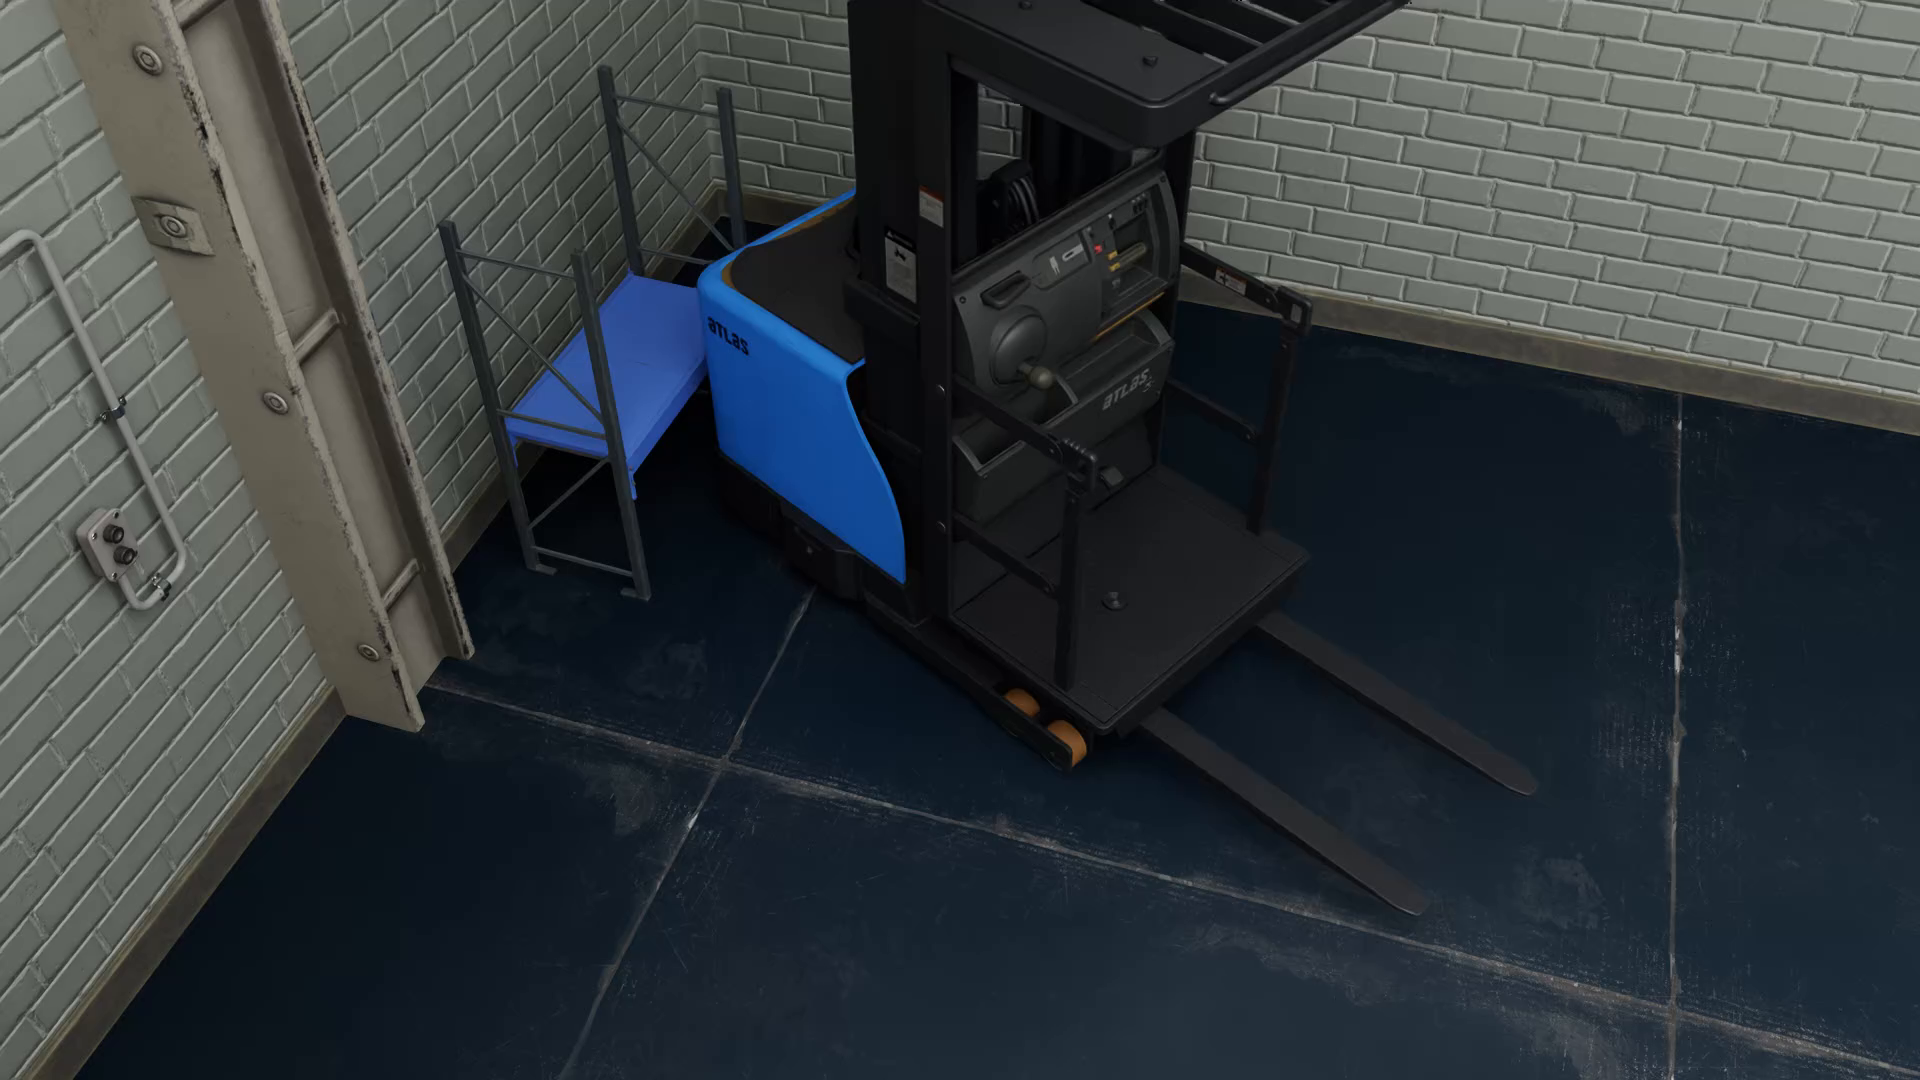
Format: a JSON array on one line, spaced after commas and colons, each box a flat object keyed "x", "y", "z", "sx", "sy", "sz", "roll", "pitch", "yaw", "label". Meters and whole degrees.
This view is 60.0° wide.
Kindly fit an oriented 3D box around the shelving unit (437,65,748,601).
[{"x": -1.192, "y": -0.718, "z": 5.911, "sx": 0.538, "sy": 1.500, "sz": 1.048, "roll": 14, "pitch": 46, "yaw": 14, "label": "shelving unit"}]

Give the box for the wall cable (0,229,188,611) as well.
[{"x": -2.417, "y": -0.022, "z": 3.402, "sx": 0.084, "sy": 1.984, "sz": 1.851, "roll": 13, "pitch": 46, "yaw": 13, "label": "wall cable"}]

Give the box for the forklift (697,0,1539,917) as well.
[{"x": 0.487, "y": -0.706, "z": 4.876, "sx": 3.031, "sy": 2.935, "sz": 1.130, "roll": 35, "pitch": 54, "yaw": 30, "label": "forklift"}]

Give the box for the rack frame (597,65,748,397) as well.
[{"x": -1.023, "y": -1.053, "z": 6.254, "sx": 0.500, "sy": 1.500, "sz": 0.032, "roll": 14, "pitch": 46, "yaw": 14, "label": "rack frame"}]

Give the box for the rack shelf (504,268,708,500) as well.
[{"x": -1.192, "y": -0.589, "z": 6.037, "sx": 0.538, "sy": 0.185, "sz": 1.000, "roll": 14, "pitch": 46, "yaw": 14, "label": "rack shelf"}]

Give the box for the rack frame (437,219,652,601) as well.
[{"x": -1.361, "y": -0.383, "z": 5.569, "sx": 0.500, "sy": 1.500, "sz": 0.032, "roll": 14, "pitch": 46, "yaw": 14, "label": "rack frame"}]

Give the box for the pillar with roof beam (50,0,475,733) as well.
[{"x": 2.193, "y": -1.821, "z": 1.677, "sx": 9.100, "sy": 9.000, "sz": 0.400, "roll": 13, "pitch": 46, "yaw": 13, "label": "pillar with roof beam"}]
